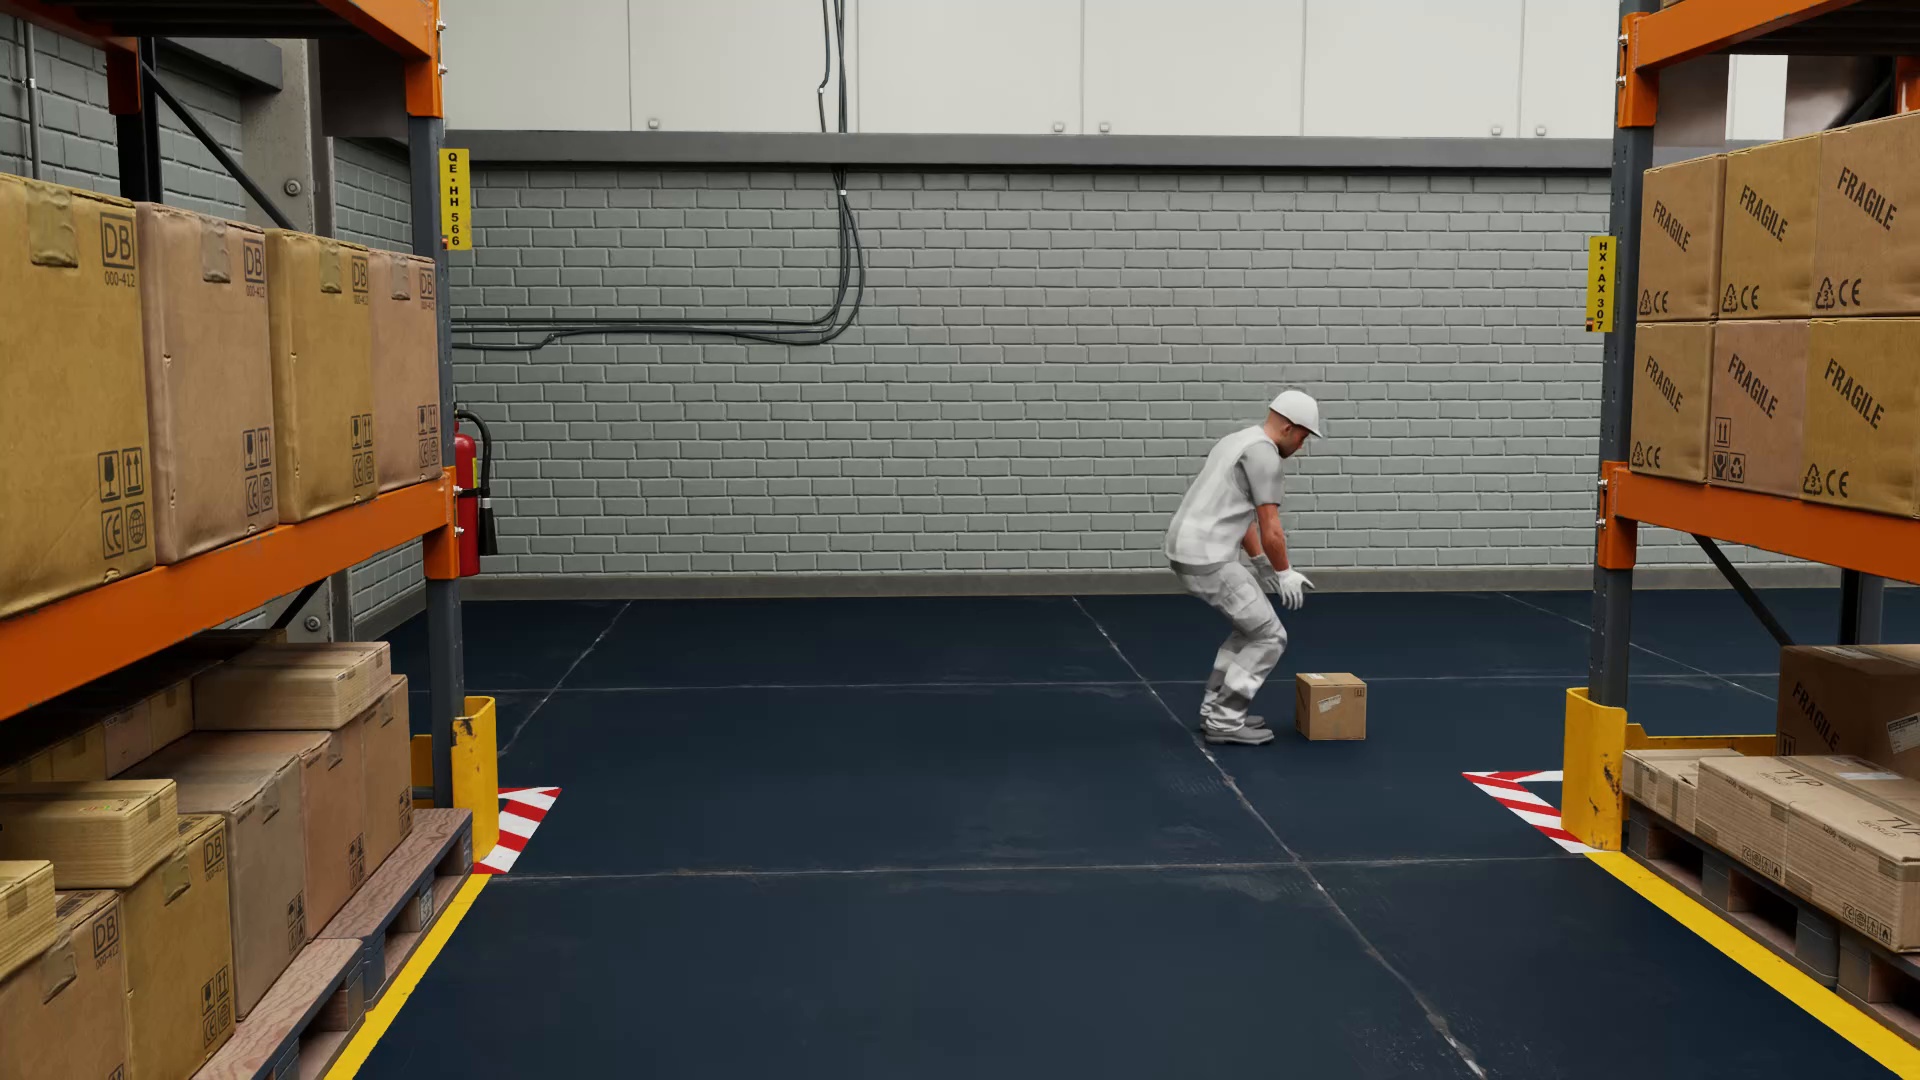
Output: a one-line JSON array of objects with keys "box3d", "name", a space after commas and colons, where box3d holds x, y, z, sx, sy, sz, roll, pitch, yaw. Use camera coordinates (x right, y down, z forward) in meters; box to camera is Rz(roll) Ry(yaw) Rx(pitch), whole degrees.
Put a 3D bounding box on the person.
[{"box3d": [1.249, 0.108, 7.336, 0.690, 1.528, 0.579, 0, 7, -3], "name": "person"}]
